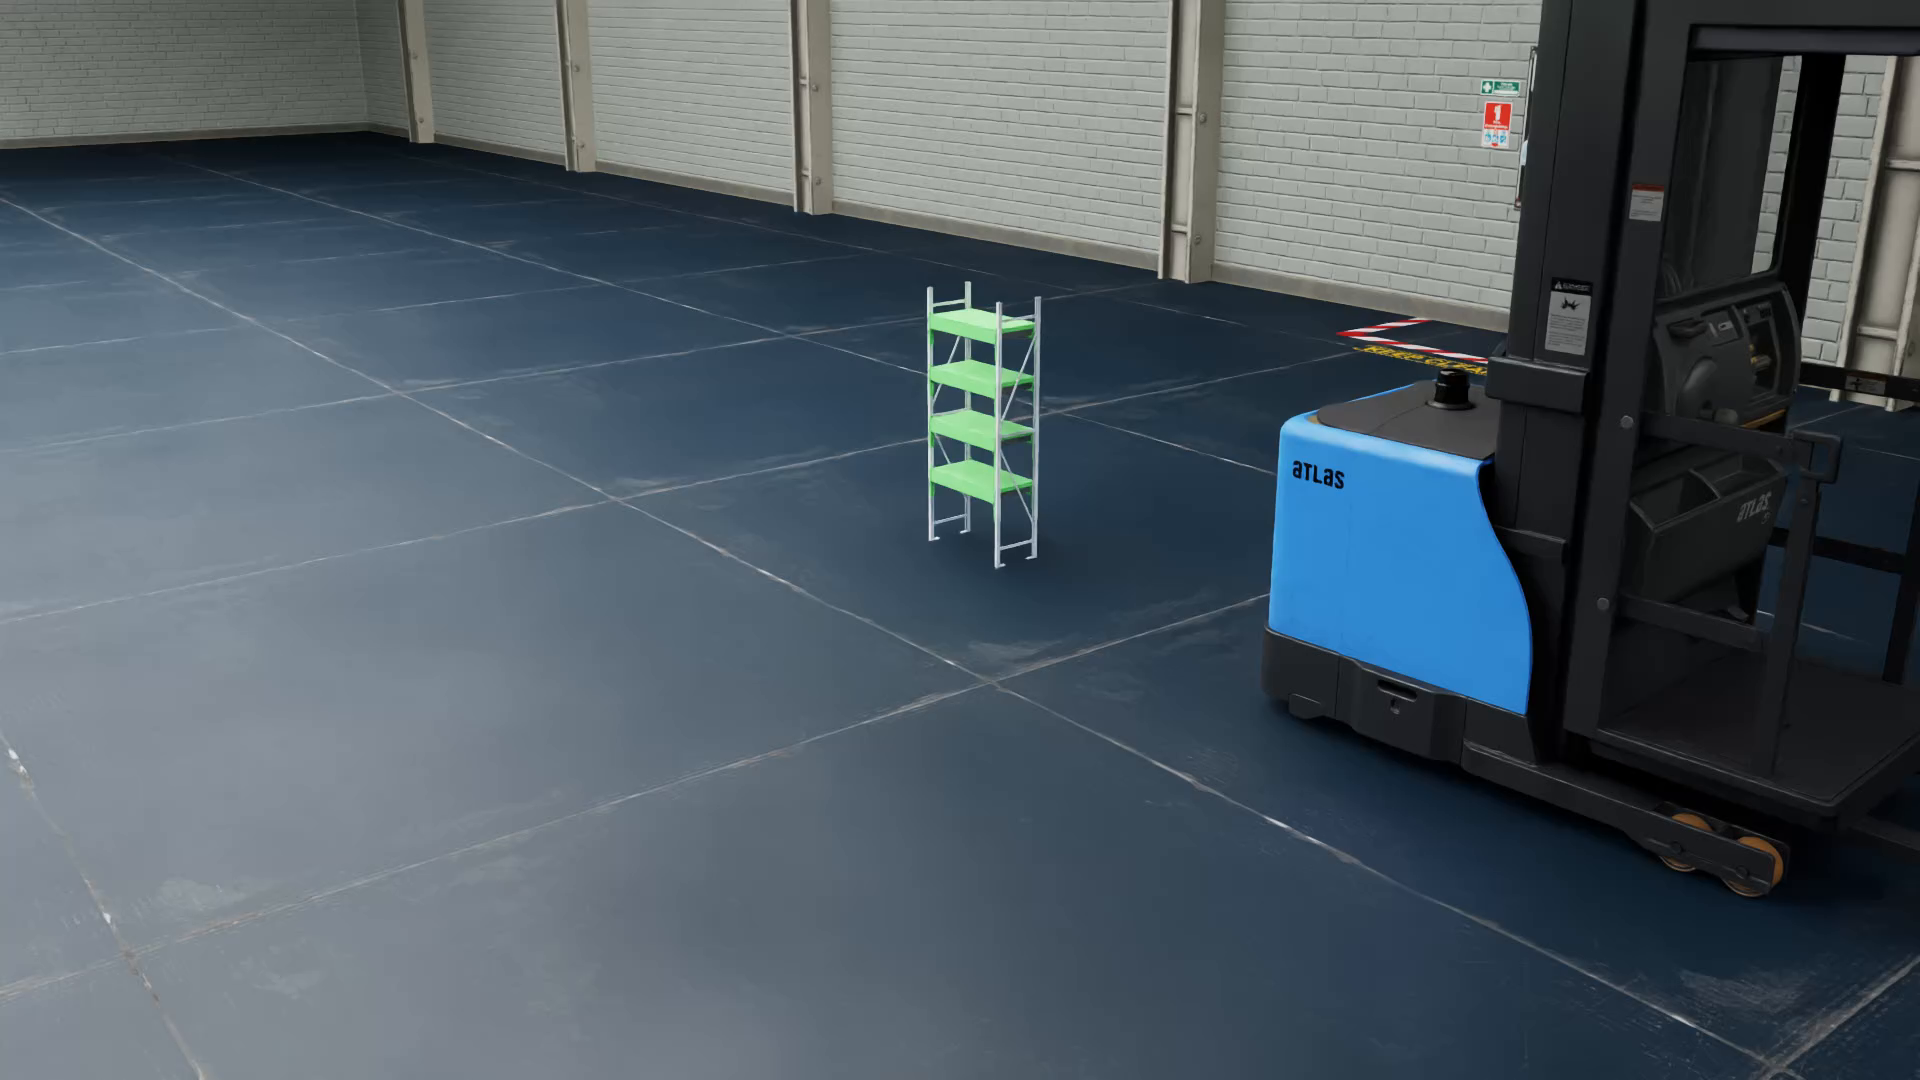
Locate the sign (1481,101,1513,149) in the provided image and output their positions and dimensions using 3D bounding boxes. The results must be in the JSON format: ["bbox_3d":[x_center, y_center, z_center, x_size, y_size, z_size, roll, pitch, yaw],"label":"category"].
[{"bbox_3d":[3.982,-3.081,12.338,0.001,0.329,0.234,-14,23,-36],"label":"sign"}]

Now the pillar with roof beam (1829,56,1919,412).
[{"bbox_3d":[2.374,-4.299,6.529,9.100,9.000,0.400,-14,23,-36],"label":"pillar with roof beam"}]

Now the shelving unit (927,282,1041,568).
[{"bbox_3d":[0.103,-0.529,7.551,0.258,1.200,0.503,-14,23,-36],"label":"shelving unit"}]

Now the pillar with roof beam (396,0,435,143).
[{"bbox_3d":[-12.527,-10.213,24.389,9.100,9.000,0.400,-14,23,-36],"label":"pillar with roof beam"}]

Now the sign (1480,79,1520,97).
[{"bbox_3d":[3.978,-3.329,12.246,0.001,0.109,0.331,-14,23,-36],"label":"sign"}]

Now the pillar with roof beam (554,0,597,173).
[{"bbox_3d":[-8.802,-8.734,19.924,9.100,9.000,0.400,-14,23,-36],"label":"pillar with roof beam"}]

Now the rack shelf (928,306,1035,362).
[{"bbox_3d":[0.103,-0.924,7.420,0.258,0.148,0.480,-14,23,-36],"label":"rack shelf"}]

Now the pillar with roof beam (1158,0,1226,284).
[{"bbox_3d":[-1.351,-5.777,10.994,9.100,9.000,0.400,-14,23,-36],"label":"pillar with roof beam"}]

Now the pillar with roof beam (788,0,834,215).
[{"bbox_3d":[-5.076,-7.256,15.459,9.100,9.000,0.400,-14,23,-36],"label":"pillar with roof beam"}]

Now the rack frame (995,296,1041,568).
[{"bbox_3d":[0.254,-0.469,7.369,0.240,1.200,0.015,-14,23,-36],"label":"rack frame"}]

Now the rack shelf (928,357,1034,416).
[{"bbox_3d":[0.103,-0.696,7.495,0.258,0.148,0.480,-14,23,-36],"label":"rack shelf"}]

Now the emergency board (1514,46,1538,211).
[{"bbox_3d":[4.245,-2.907,11.871,0.194,1.169,0.643,-14,23,-36],"label":"emergency board"}]

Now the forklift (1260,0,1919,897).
[{"bbox_3d":[2.452,-0.550,4.860,1.130,2.935,3.031,-16,24,-40],"label":"forklift"}]

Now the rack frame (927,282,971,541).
[{"bbox_3d":[-0.049,-0.589,7.732,0.240,1.200,0.015,-14,23,-36],"label":"rack frame"}]

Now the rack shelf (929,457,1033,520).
[{"bbox_3d":[0.103,-0.240,7.646,0.258,0.148,0.480,-14,23,-36],"label":"rack shelf"}]

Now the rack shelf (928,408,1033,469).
[{"bbox_3d":[0.103,-0.468,7.571,0.258,0.148,0.480,-14,23,-36],"label":"rack shelf"}]
